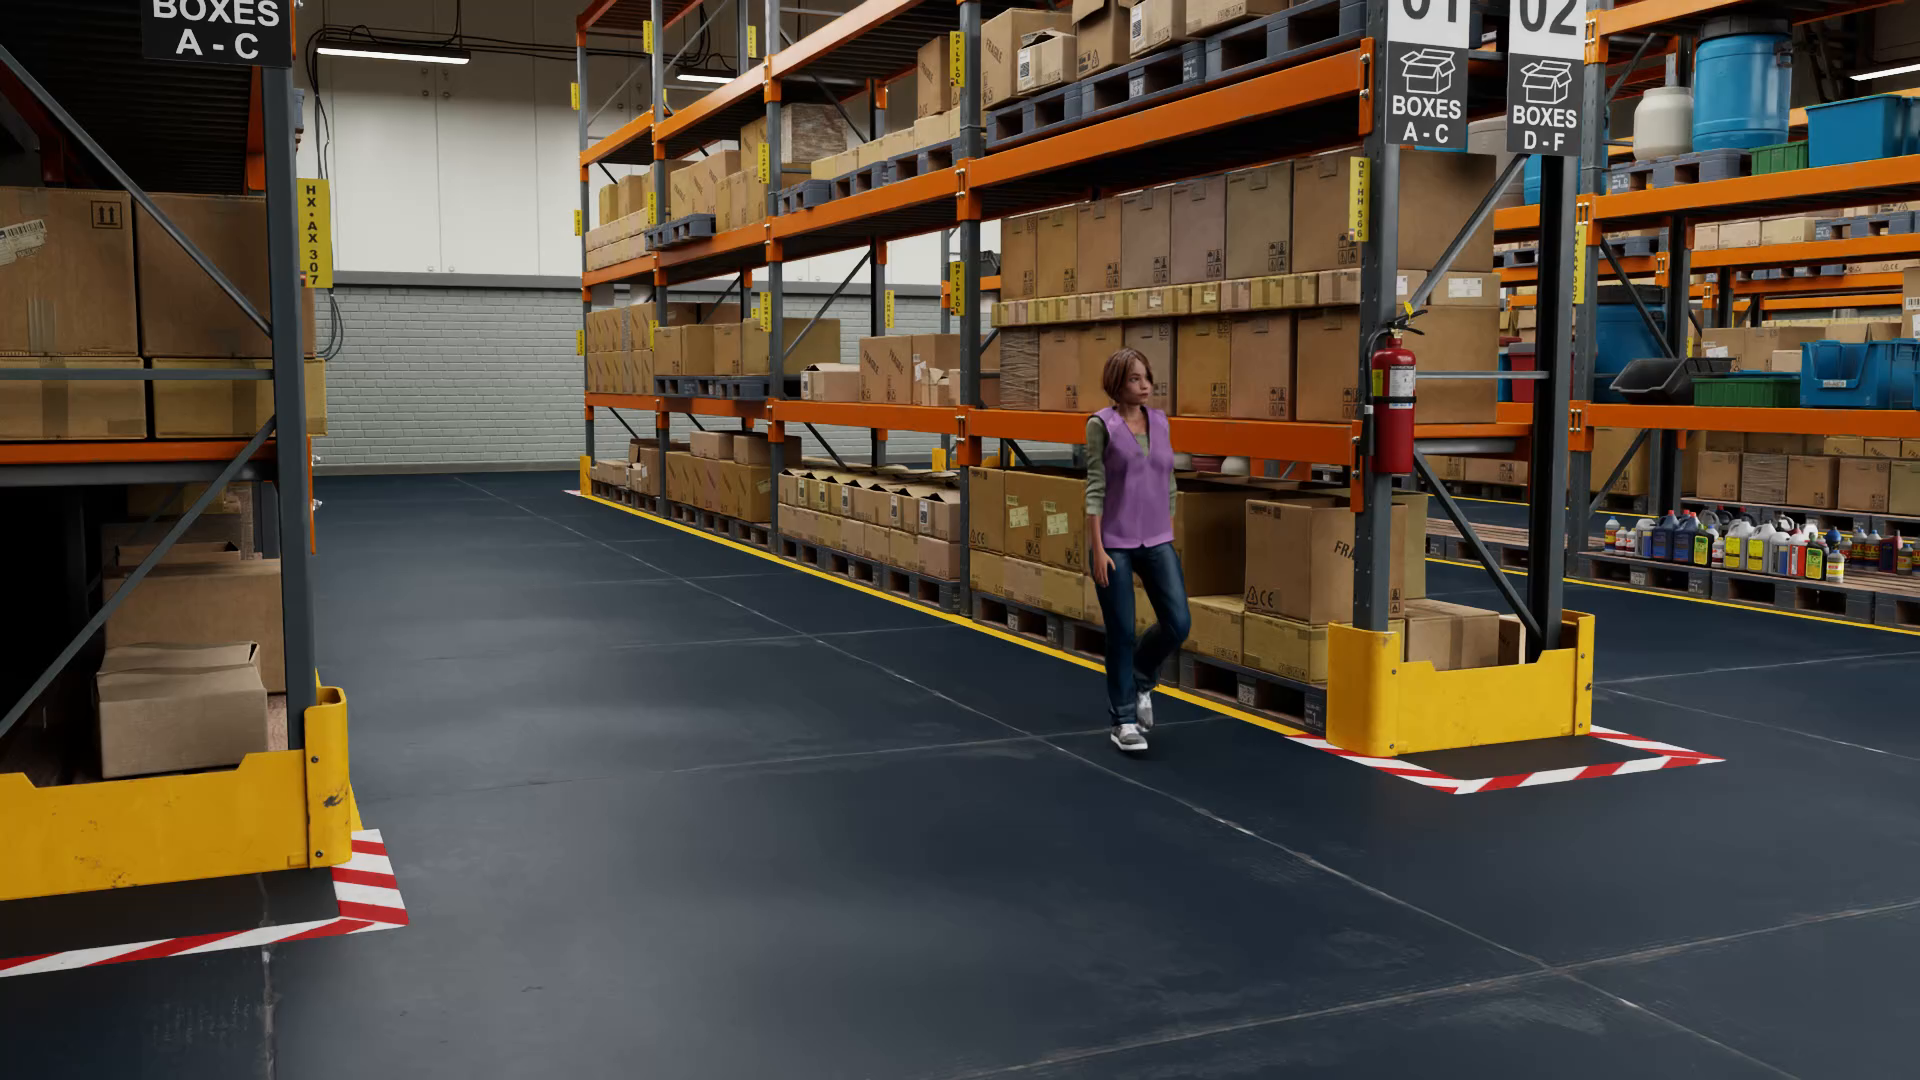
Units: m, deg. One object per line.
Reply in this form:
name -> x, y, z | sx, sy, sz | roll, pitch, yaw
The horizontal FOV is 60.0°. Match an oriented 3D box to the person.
person -> 0.681, 0.033, 6.637 | 0.425, 1.591, 0.442 | -2, 6, -17
